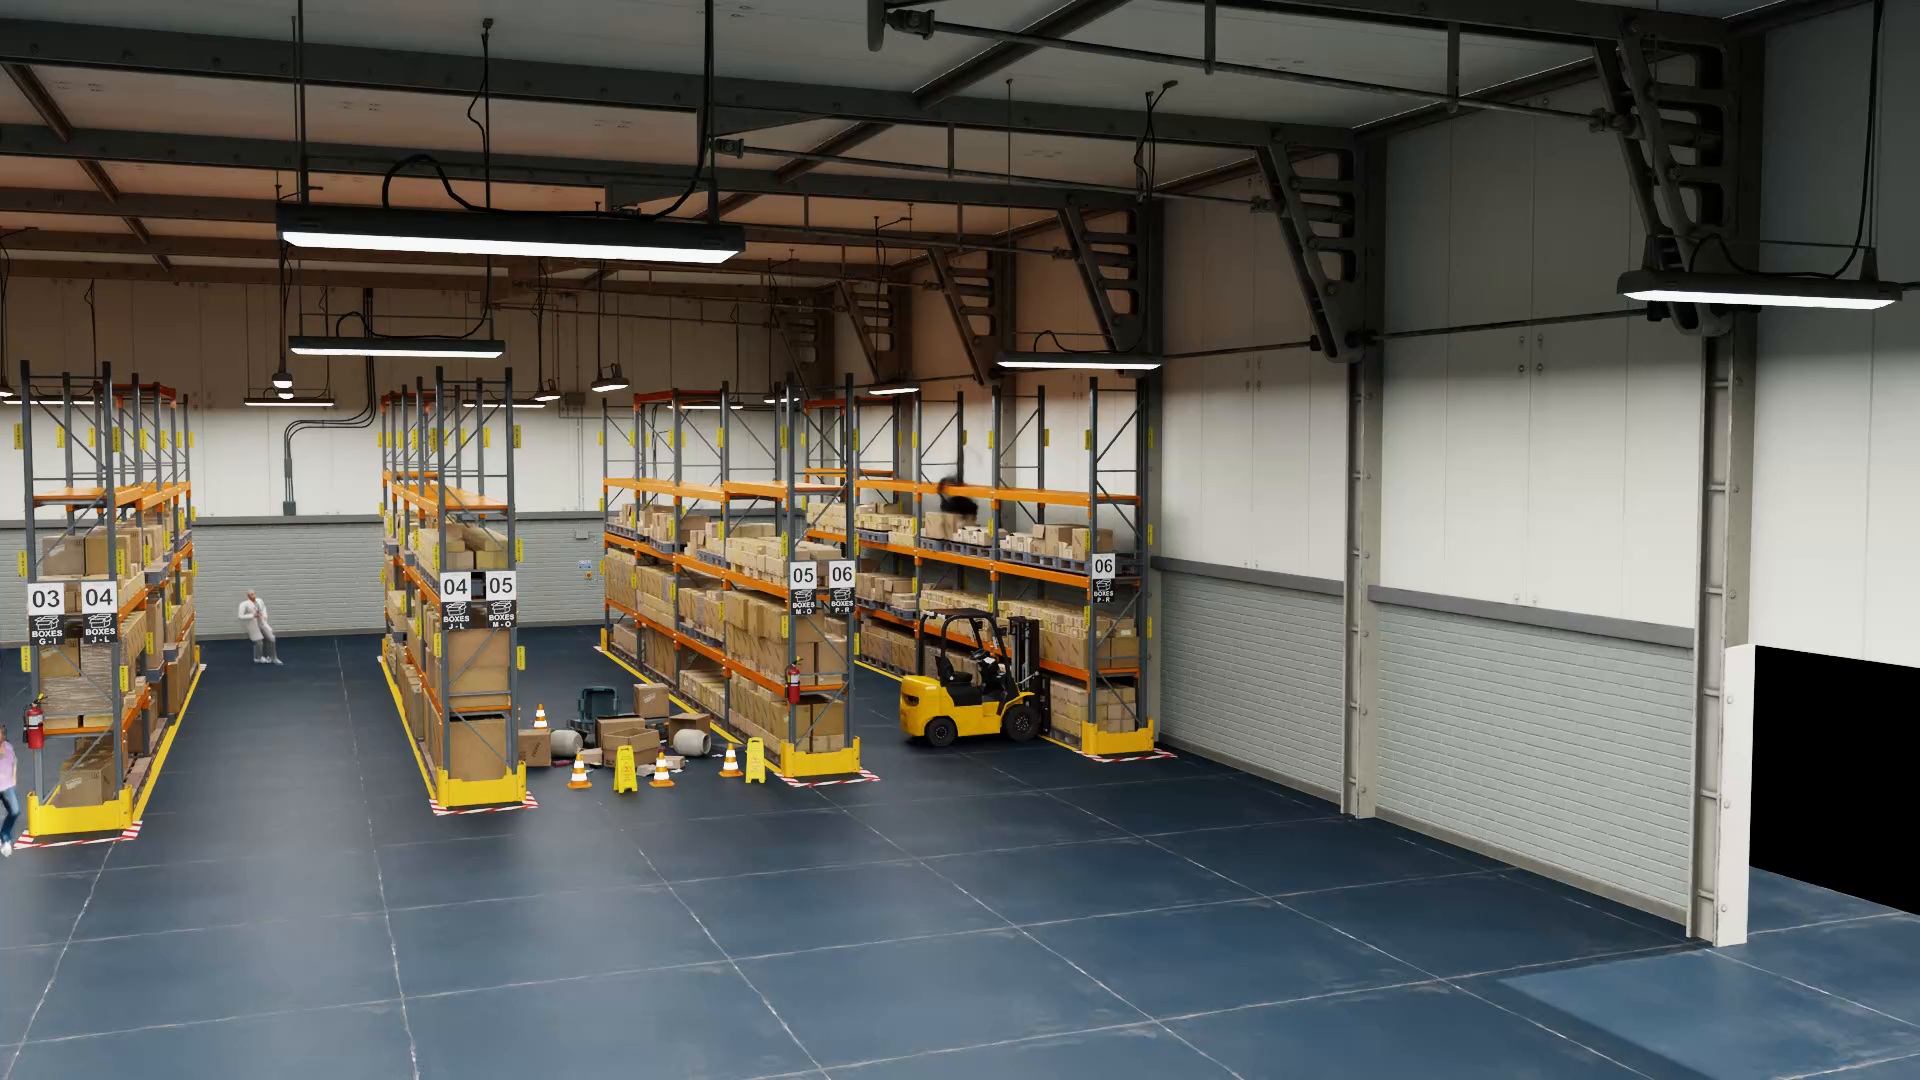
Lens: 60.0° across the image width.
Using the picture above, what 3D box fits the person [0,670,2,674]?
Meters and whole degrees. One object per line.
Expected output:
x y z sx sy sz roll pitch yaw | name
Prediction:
-16.361 2.488 27.820 0.581 1.635 0.932 -2 4 -32 | person

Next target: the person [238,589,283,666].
-15.622 1.902 36.831 0.770 1.666 0.782 3 4 39 | person

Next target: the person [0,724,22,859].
-11.472 3.011 19.915 0.609 1.627 0.548 2 4 35 | person
